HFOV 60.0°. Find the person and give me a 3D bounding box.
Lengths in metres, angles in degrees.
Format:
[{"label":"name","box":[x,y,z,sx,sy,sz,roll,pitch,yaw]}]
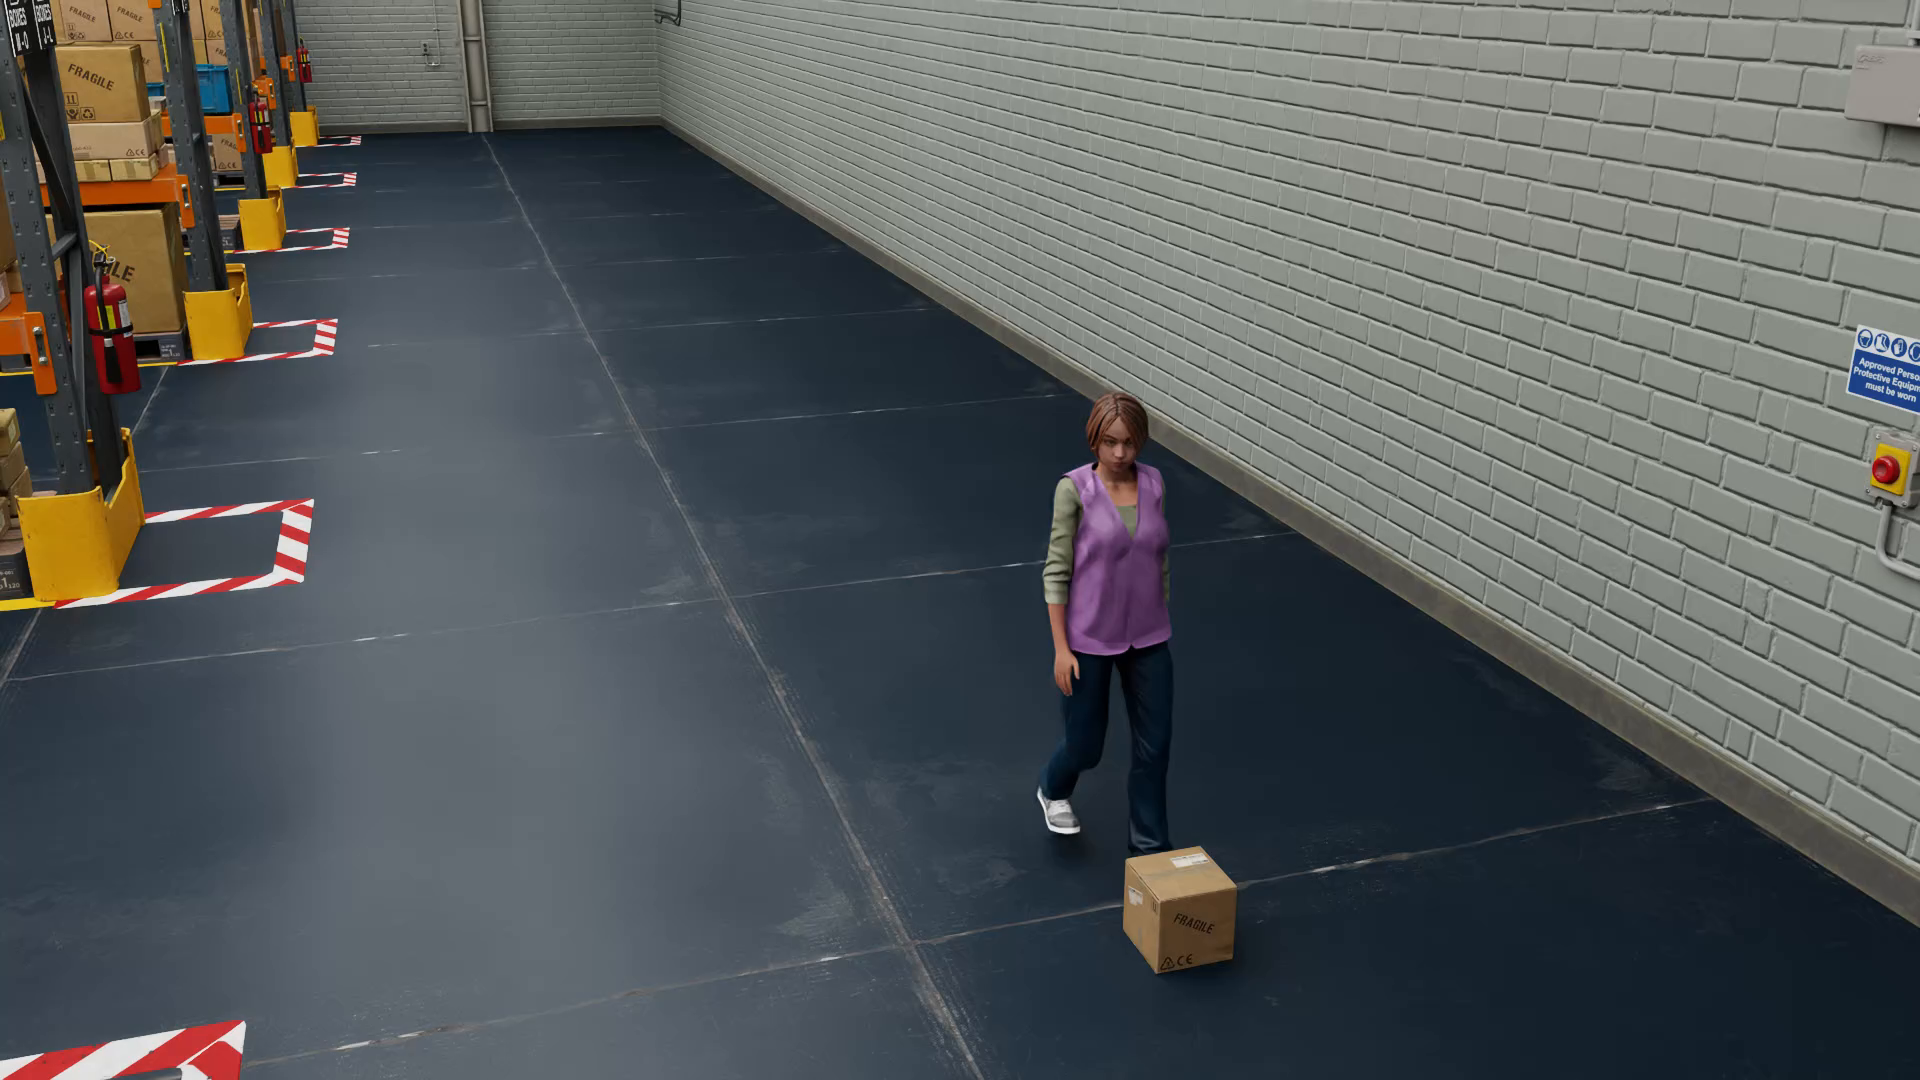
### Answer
[{"label":"person","box":[0.482,0.328,5.157,0.435,1.575,0.727,-6,20,-17]}]
